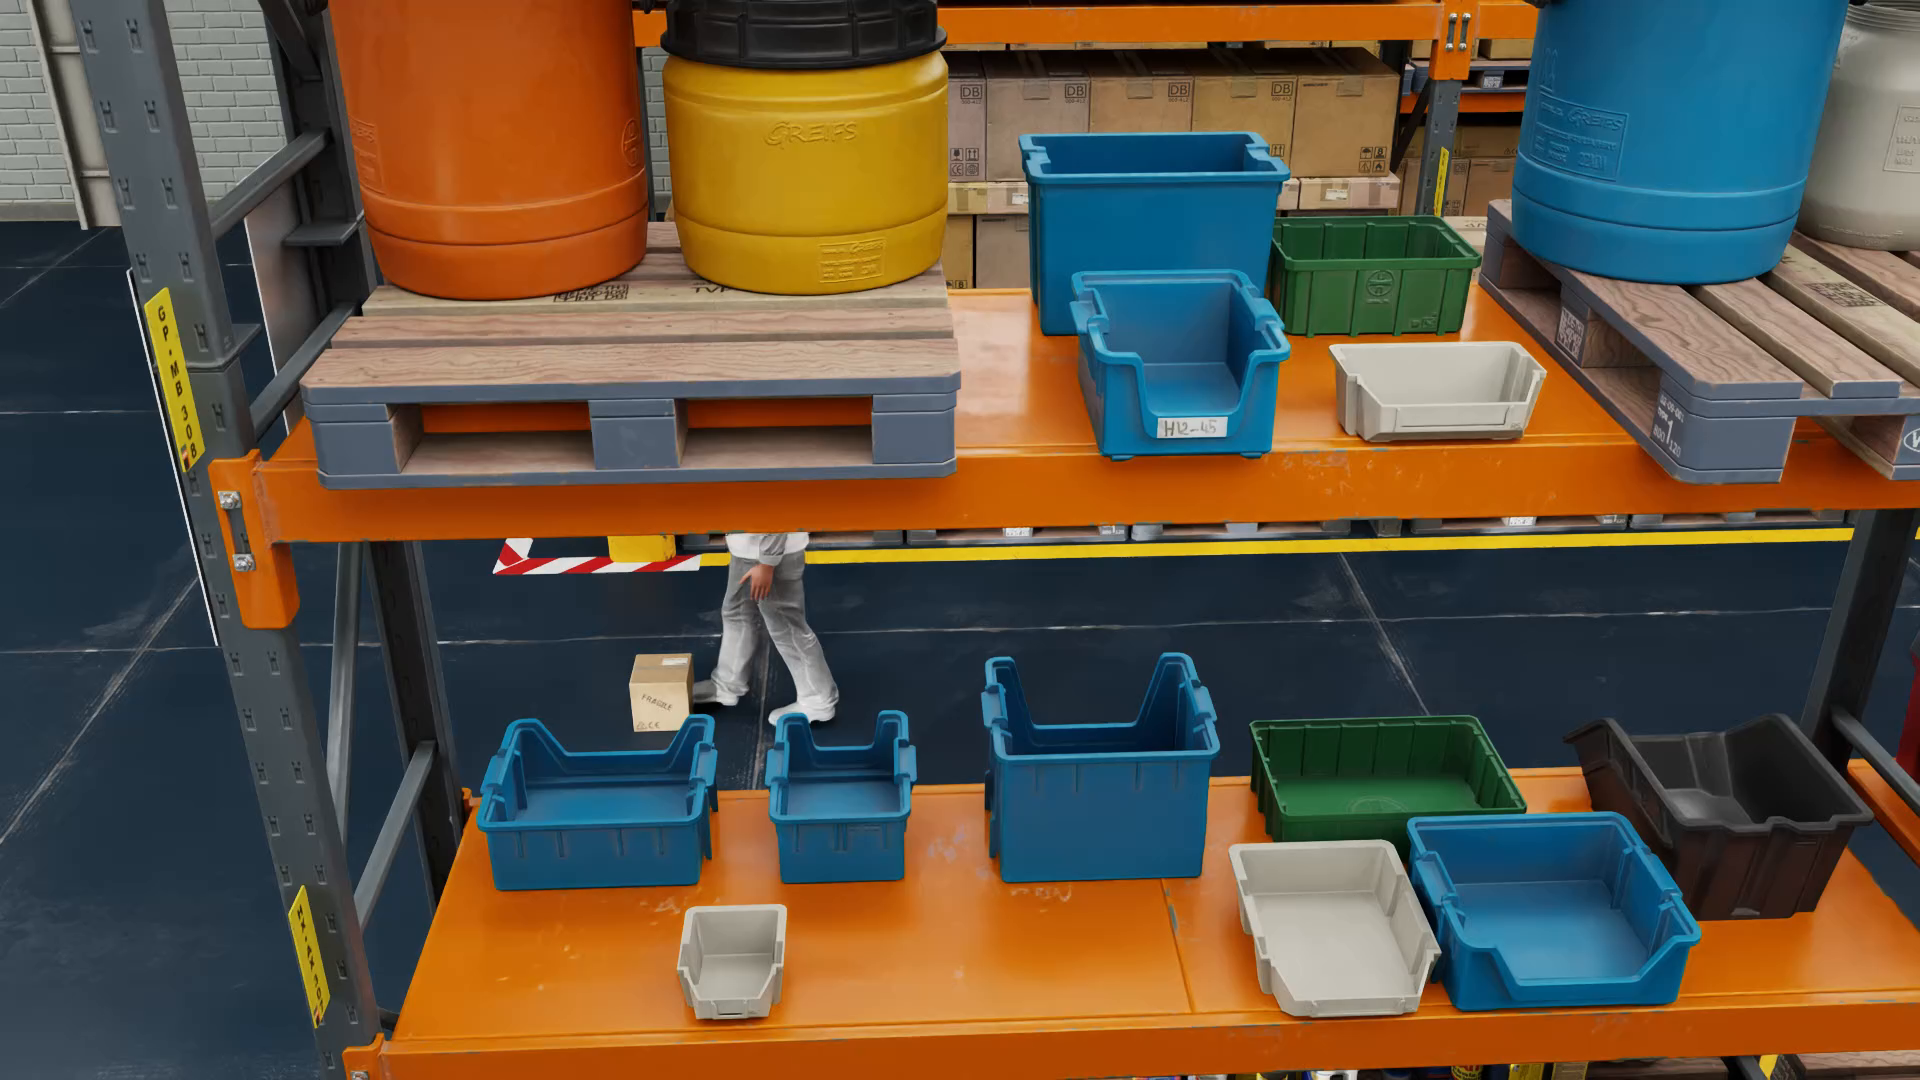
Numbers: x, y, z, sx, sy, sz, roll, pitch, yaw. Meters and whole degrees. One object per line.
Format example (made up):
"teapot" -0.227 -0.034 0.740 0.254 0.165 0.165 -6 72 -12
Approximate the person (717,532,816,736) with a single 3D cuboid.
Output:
"person" -0.868 0.003 7.099 0.449 1.778 0.533 -1 27 -1
